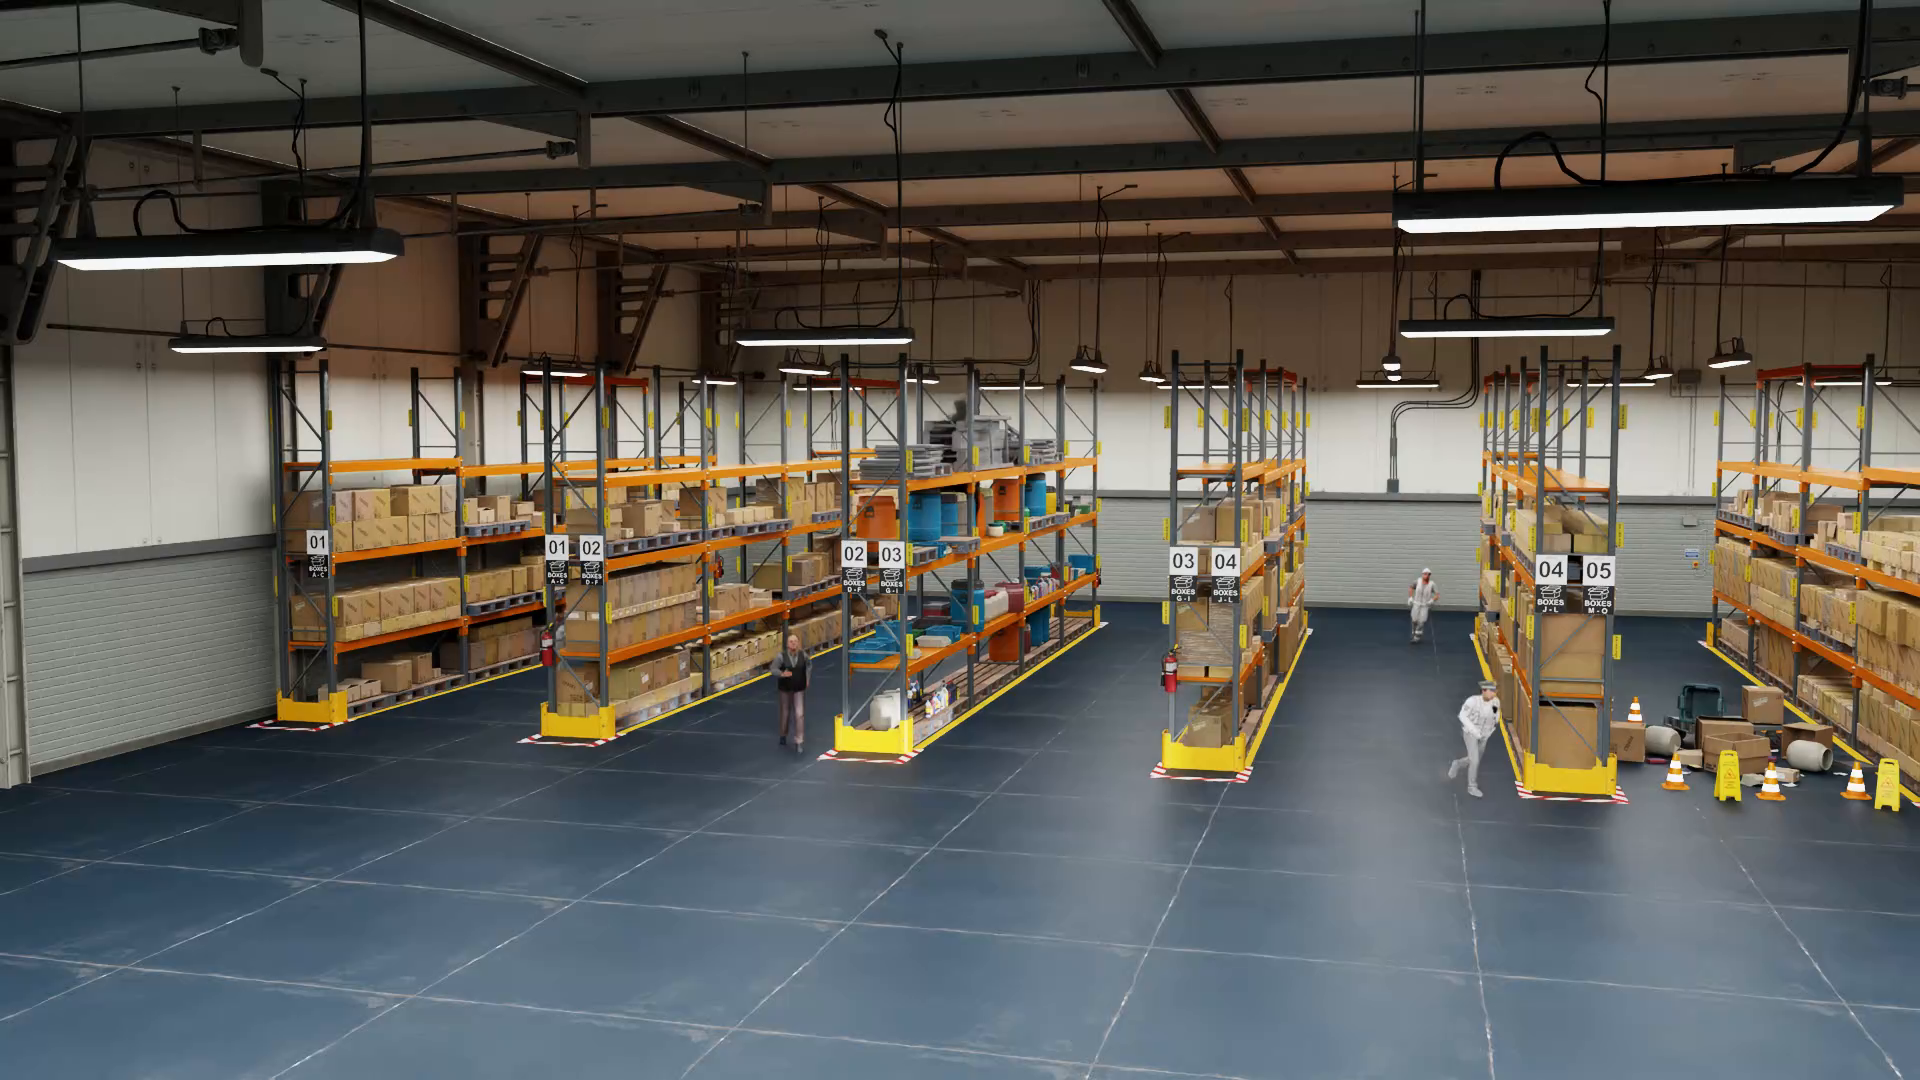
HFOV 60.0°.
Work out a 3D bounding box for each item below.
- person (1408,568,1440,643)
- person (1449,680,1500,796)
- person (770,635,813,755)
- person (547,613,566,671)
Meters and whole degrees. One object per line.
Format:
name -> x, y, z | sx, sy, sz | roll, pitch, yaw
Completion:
person -> 10.381, 1.478, 37.248 | 0.694, 1.720, 0.605 | 1, 4, 20
person -> 6.942, 2.626, 22.401 | 0.608, 1.579, 0.857 | -1, 4, -13
person -> -2.546, 2.326, 25.200 | 0.657, 1.781, 0.746 | -1, 4, -9
person -> -7.231, 2.131, 29.772 | 0.527, 1.460, 0.559 | 0, 4, 6
